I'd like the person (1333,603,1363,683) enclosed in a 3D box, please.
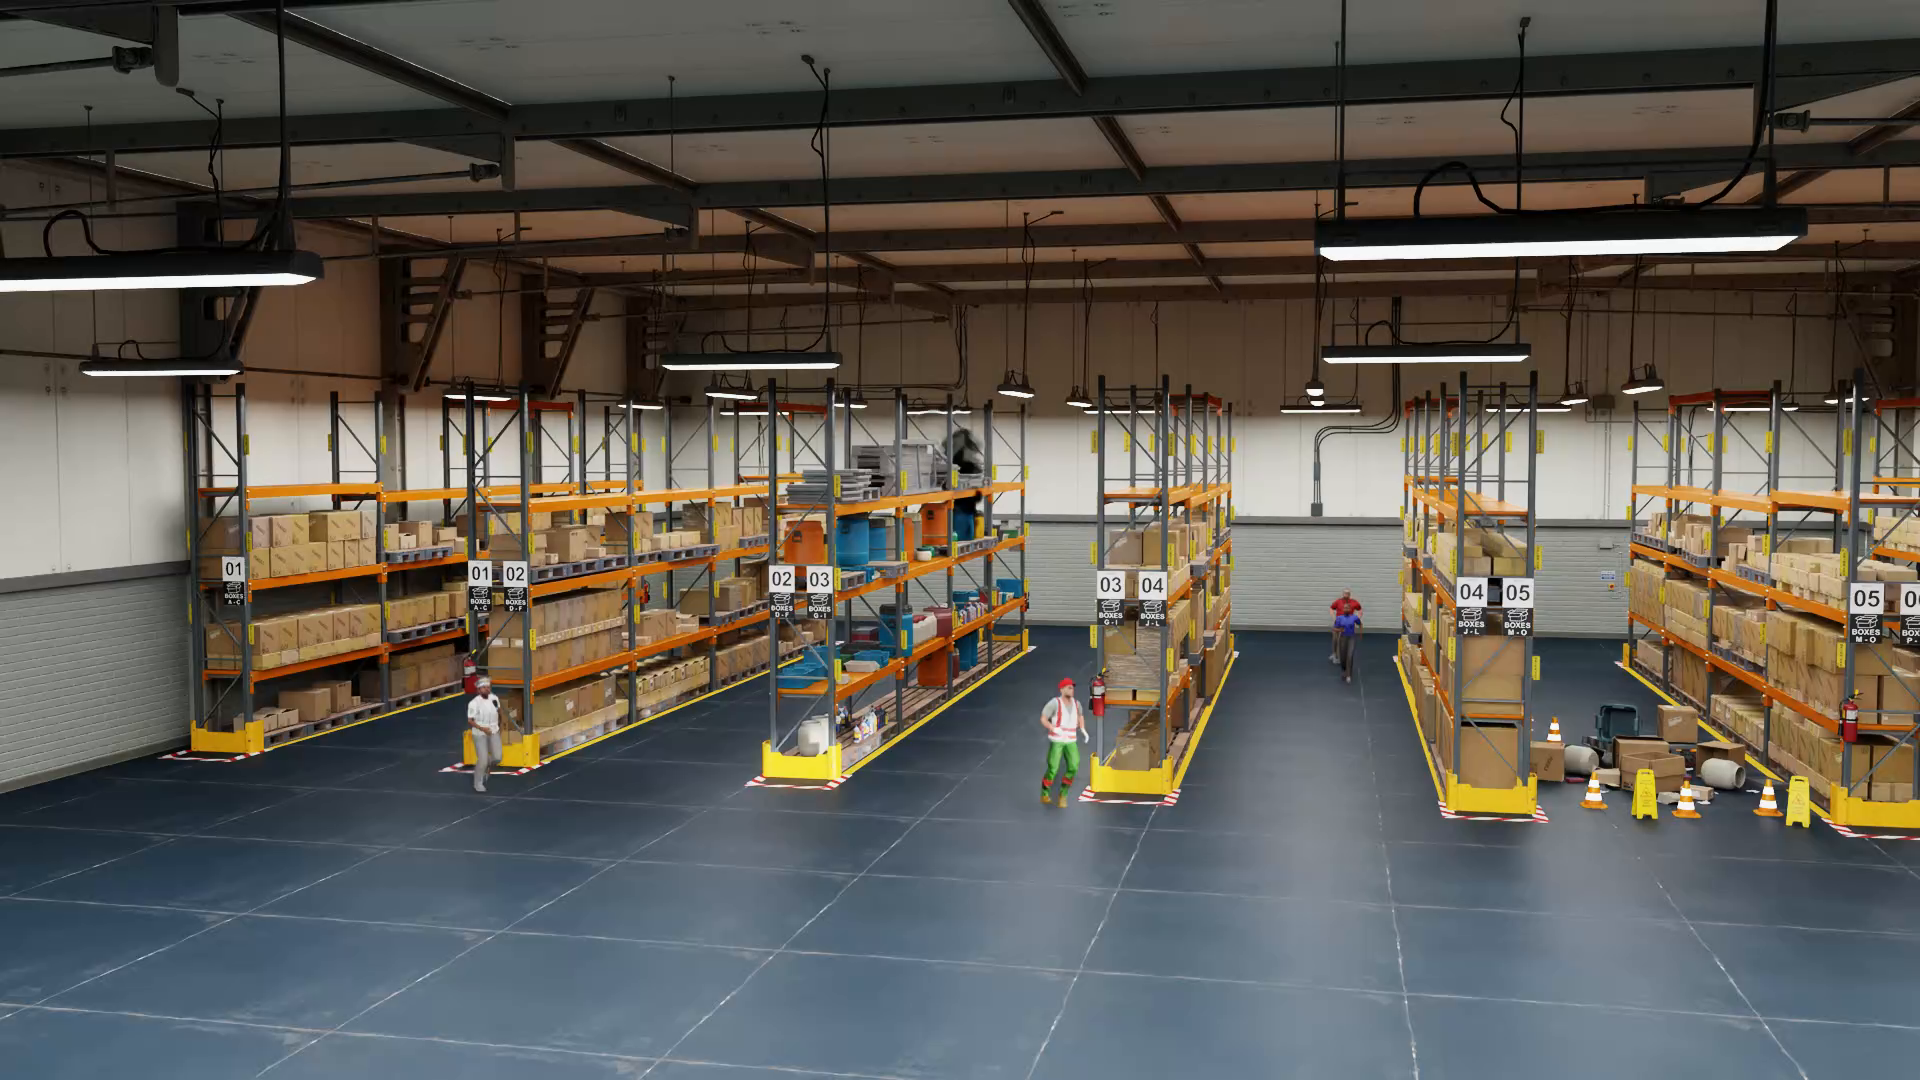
[{"bbox_3d":[8.167,2.144,35.075,0.587,1.613,1.034,1,3,18],"label":"person"}]

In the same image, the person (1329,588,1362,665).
[{"bbox_3d":[8.805,1.988,38.152,0.740,1.764,0.753,2,4,29],"label":"person"}]

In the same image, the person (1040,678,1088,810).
[{"bbox_3d":[1.455,2.808,23.023,0.732,1.792,0.636,-1,4,-22],"label":"person"}]

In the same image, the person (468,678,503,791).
[{"bbox_3d":[-6.825,2.807,24.053,0.607,1.663,0.613,-3,4,-41],"label":"person"}]
